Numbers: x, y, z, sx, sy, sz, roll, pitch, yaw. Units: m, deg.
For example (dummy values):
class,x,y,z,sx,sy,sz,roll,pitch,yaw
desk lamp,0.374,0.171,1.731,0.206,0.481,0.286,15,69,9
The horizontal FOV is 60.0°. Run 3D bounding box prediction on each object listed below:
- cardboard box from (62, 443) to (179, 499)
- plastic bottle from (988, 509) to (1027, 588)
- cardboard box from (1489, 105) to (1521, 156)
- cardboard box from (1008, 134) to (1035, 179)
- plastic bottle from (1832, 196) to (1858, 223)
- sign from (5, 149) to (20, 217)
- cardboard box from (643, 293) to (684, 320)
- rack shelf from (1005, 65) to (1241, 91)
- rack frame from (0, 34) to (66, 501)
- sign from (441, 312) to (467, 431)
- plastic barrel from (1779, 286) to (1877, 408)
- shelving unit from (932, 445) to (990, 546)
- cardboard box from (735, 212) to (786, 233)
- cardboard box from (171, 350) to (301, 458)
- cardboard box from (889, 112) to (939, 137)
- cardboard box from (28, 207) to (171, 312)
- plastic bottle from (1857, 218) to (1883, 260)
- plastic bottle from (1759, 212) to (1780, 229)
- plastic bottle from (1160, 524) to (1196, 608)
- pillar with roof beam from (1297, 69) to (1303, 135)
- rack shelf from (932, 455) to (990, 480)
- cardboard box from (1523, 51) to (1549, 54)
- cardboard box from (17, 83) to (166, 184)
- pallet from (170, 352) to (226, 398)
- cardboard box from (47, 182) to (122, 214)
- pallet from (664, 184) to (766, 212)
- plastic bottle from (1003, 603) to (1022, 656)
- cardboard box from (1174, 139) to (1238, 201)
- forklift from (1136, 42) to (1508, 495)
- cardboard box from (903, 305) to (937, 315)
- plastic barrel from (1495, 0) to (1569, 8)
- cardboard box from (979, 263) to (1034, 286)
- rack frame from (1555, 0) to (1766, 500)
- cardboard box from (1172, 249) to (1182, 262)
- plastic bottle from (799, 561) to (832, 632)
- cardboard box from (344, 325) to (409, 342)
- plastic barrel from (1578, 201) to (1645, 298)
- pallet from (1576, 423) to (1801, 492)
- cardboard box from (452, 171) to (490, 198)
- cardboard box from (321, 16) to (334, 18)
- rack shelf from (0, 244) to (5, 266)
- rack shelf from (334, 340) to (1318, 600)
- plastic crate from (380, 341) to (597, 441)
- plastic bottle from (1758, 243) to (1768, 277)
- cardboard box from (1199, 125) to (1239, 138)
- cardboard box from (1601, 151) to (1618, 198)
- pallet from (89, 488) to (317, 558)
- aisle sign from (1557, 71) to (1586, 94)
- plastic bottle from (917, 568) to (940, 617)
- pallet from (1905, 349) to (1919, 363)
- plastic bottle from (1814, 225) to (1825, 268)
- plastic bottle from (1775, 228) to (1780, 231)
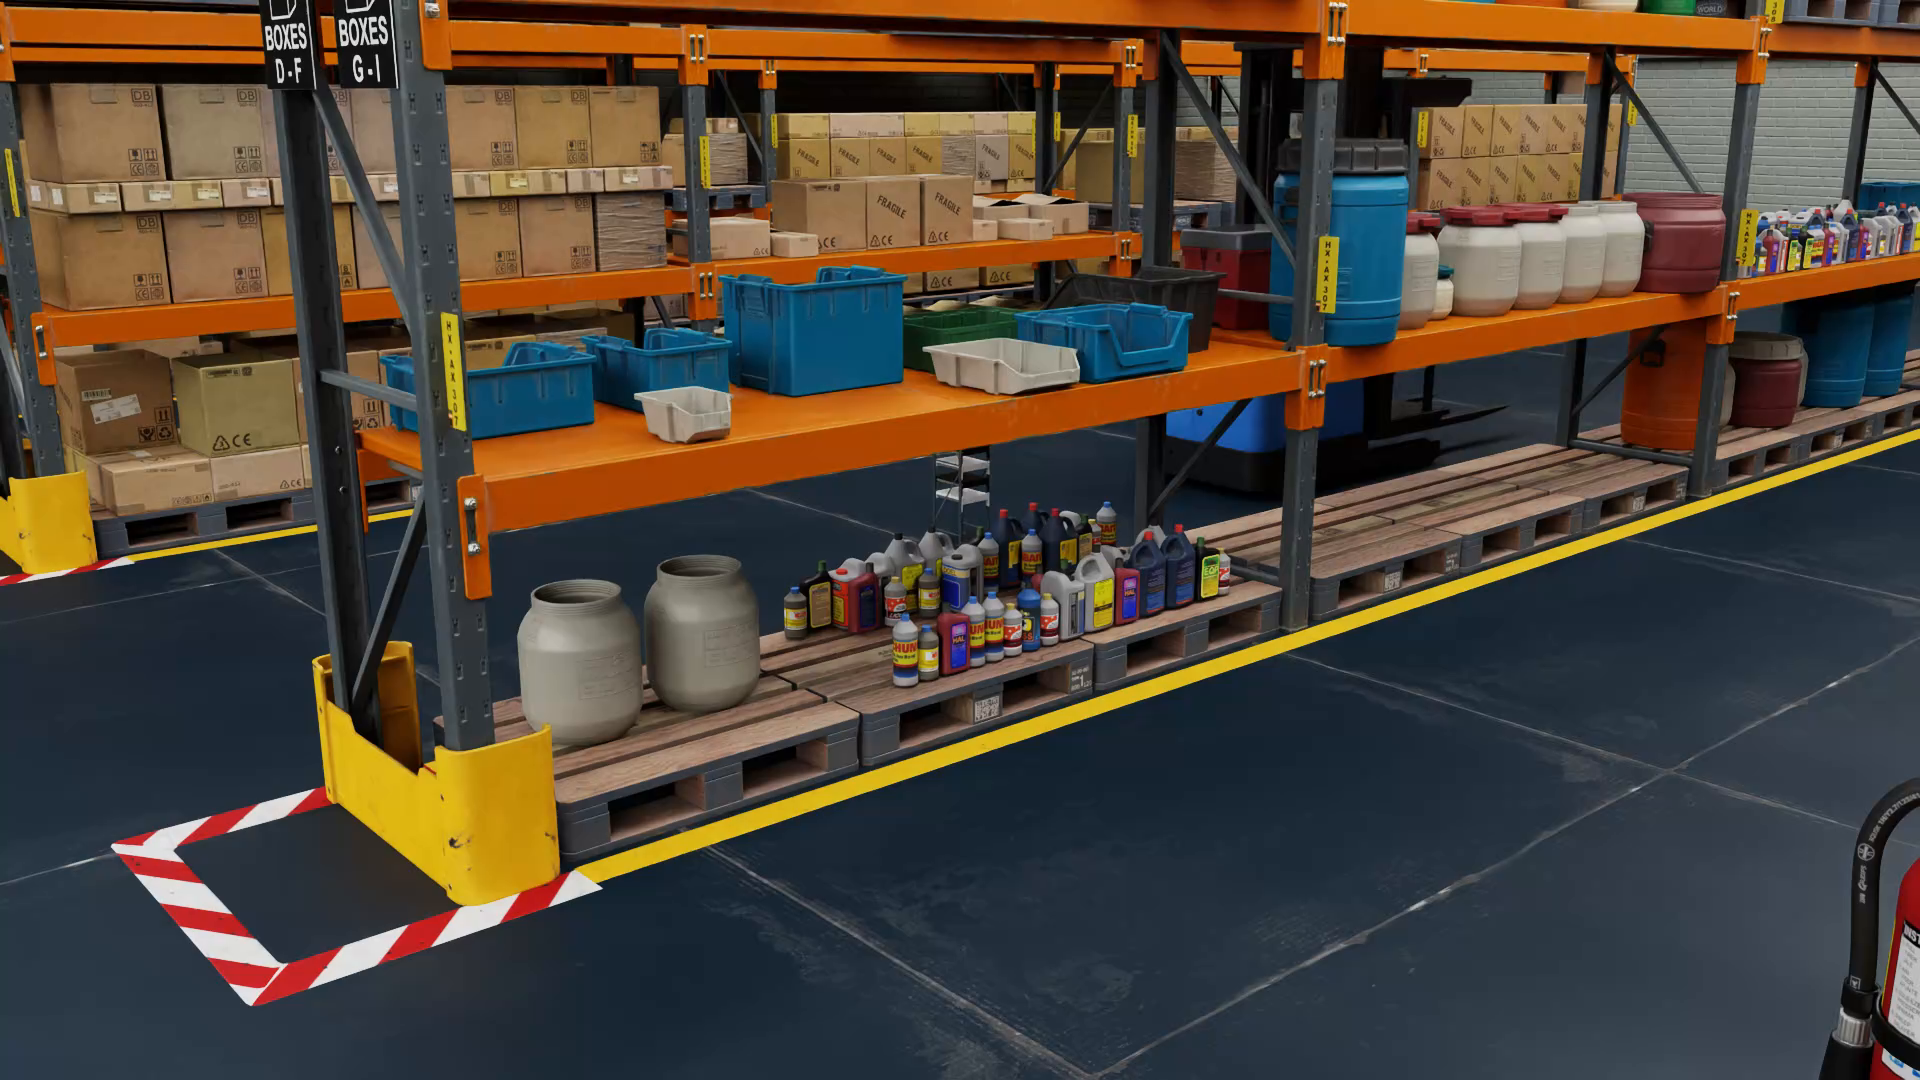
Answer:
class,x,y,z,sx,sy,sz,roll,pitch,yaw
cardboard box,-4.818,-0.434,9.578,0.500,0.250,0.500,-13,19,-39
plastic bottle,0.214,0.031,7.602,0.185,0.351,0.144,-14,20,-42
cardboard box,5.341,-4.175,16.937,0.500,0.500,0.500,-13,20,-41
cardboard box,0.586,-4.482,19.410,0.500,0.500,0.500,-13,20,-40
plastic bottle,6.764,-2.452,12.713,0.185,0.351,0.144,-13,19,-39
sign,-4.669,-1.759,8.191,0.005,0.325,0.100,-13,19,-39
cardboard box,-3.222,-2.539,16.932,0.500,0.500,0.700,-13,20,-39
rack shelf,2.278,-5.848,20.914,4.000,0.370,1.077,-13,19,-39
rack frame,-5.029,-1.411,8.722,0.127,3.000,1.000,-13,19,-39
sign,-1.422,-0.472,4.670,0.005,0.325,0.100,-13,19,-39
plastic barrel,6.317,-1.460,12.154,0.708,0.901,0.600,-13,19,-39
shelving unit,0.006,-0.436,9.139,0.210,0.900,0.258,-13,20,-39
cardboard box,-1.468,-2.209,11.967,0.258,0.266,0.396,-13,20,-41
cardboard box,-4.102,-0.781,9.422,0.500,0.500,0.500,-13,19,-39
cardboard box,-0.576,-4.585,18.342,0.500,0.250,0.500,-13,20,-40
cardboard box,-4.668,-1.536,8.995,0.500,0.500,0.700,-13,19,-39
plastic bottle,6.255,-2.080,11.466,0.135,0.276,0.152,-13,19,-39
plastic bottle,5.800,-2.219,11.985,0.135,0.276,0.152,-13,19,-39
plastic bottle,0.941,0.108,7.312,0.185,0.351,0.144,-13,20,-41
pillar with roof beam,8.082,-7.772,20.908,0.400,9.000,9.100,-13,19,-39
rack shelf,0.006,-0.404,9.148,0.200,0.077,0.258,-13,20,-39
cardboard box,5.686,-5.109,17.042,0.500,0.250,0.500,-13,19,-39
cardboard box,-4.628,-2.172,8.862,0.500,0.500,0.700,-13,19,-39
pallet,-6.670,-1.377,13.997,1.213,0.211,1.003,-13,19,-39
cardboard box,-4.591,-1.798,8.717,0.250,0.149,0.380,-13,20,-40
pallet,-2.716,-3.496,16.898,1.003,0.211,1.213,-13,19,-39
plastic bottle,0.201,0.355,6.680,0.097,0.201,0.097,0,15,0
cardboard box,2.223,-3.264,14.651,0.500,0.500,0.700,-9,17,-29
forklift,2.590,-1.983,10.995,3.031,2.935,1.130,-12,19,-39
cardboard box,-0.359,-1.704,13.244,0.500,0.311,0.500,-13,20,-41
plastic barrel,3.000,-3.251,8.963,0.708,0.830,0.600,-13,19,-39
cardboard box,0.364,-3.437,19.656,0.750,0.750,0.750,-12,19,-39
rack frame,4.255,-1.802,10.183,0.127,3.000,1.000,-13,19,-39
cardboard box,2.568,-3.773,21.592,0.500,0.500,0.700,-13,20,-41
plastic bottle,-0.606,0.233,6.975,0.133,0.283,0.061,-12,19,-38
cardboard box,-3.697,-1.054,10.443,0.500,0.500,0.500,-13,19,-39
plastic barrel,3.619,-1.640,9.360,0.421,0.512,0.421,0,15,0
pallet,4.822,-0.596,11.073,1.213,0.211,1.003,-13,19,-39
cardboard box,-3.035,-2.148,10.029,0.250,0.149,0.380,-12,19,-38
cardboard box,-5.486,-4.426,13.962,0.500,0.500,0.500,-12,19,-38
rack shelf,-6.775,-2.366,13.691,4.000,0.370,1.077,-13,19,-39
rack shelf,-0.271,-0.438,6.470,4.000,0.370,1.077,-13,19,-39
plastic crate,-1.599,-0.518,5.664,0.616,0.251,0.499,-13,19,-39
plastic bottle,4.973,-1.747,10.363,0.097,0.201,0.097,0,15,0
cardboard box,3.409,-5.142,22.107,0.700,0.700,0.980,-12,19,-37
cardboard box,6.882,-4.041,18.374,0.500,0.500,0.500,-12,19,-38
pallet,-4.479,-0.202,9.597,1.213,0.211,1.003,-13,19,-39
aisle sign,6.900,-5.447,18.791,0.004,0.787,0.394,-13,19,-39
plastic bottle,-0.135,0.223,7.173,0.097,0.201,0.097,0,15,0
pallet,8.723,-1.472,14.352,1.213,0.211,1.003,-13,19,-39
plastic bottle,5.596,-1.921,10.878,0.097,0.271,0.097,0,15,0
plastic bottle,5.208,-1.854,10.630,0.097,0.271,0.097,0,15,0
